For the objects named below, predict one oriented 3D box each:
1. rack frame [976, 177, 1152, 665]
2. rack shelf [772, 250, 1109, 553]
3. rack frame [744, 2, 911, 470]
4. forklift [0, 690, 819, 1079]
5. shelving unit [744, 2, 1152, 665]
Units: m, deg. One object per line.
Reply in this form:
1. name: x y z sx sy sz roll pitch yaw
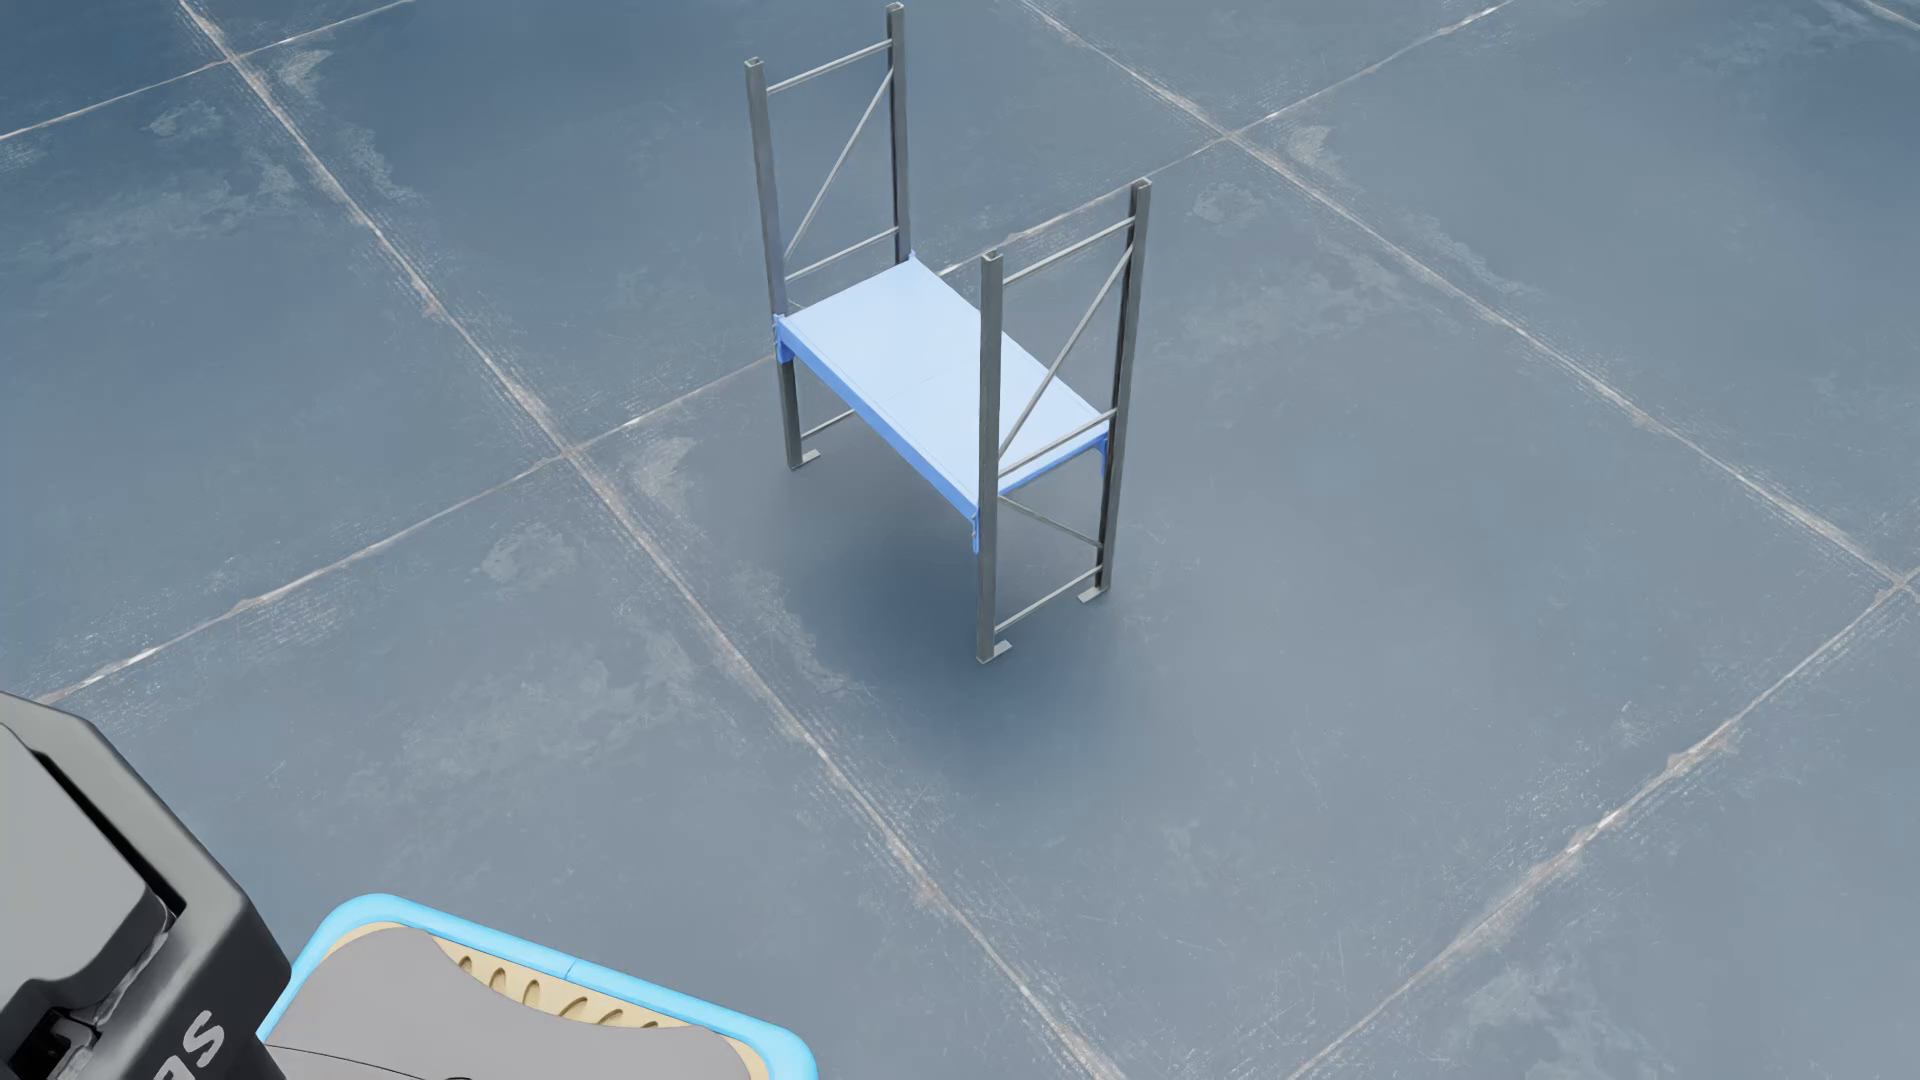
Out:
1. rack frame: 0.256 -0.254 4.468 0.500 1.500 0.032 -29 54 -24
2. rack shelf: -0.052 -0.433 4.873 0.538 0.185 1.000 -29 54 -24
3. rack frame: -0.359 -0.854 5.012 0.500 1.500 0.032 -29 54 -24
4. forklift: -1.211 1.551 1.865 1.130 2.935 3.031 15 49 13
5. shelving unit: -0.052 -0.554 4.740 0.538 1.500 1.048 -29 54 -24
